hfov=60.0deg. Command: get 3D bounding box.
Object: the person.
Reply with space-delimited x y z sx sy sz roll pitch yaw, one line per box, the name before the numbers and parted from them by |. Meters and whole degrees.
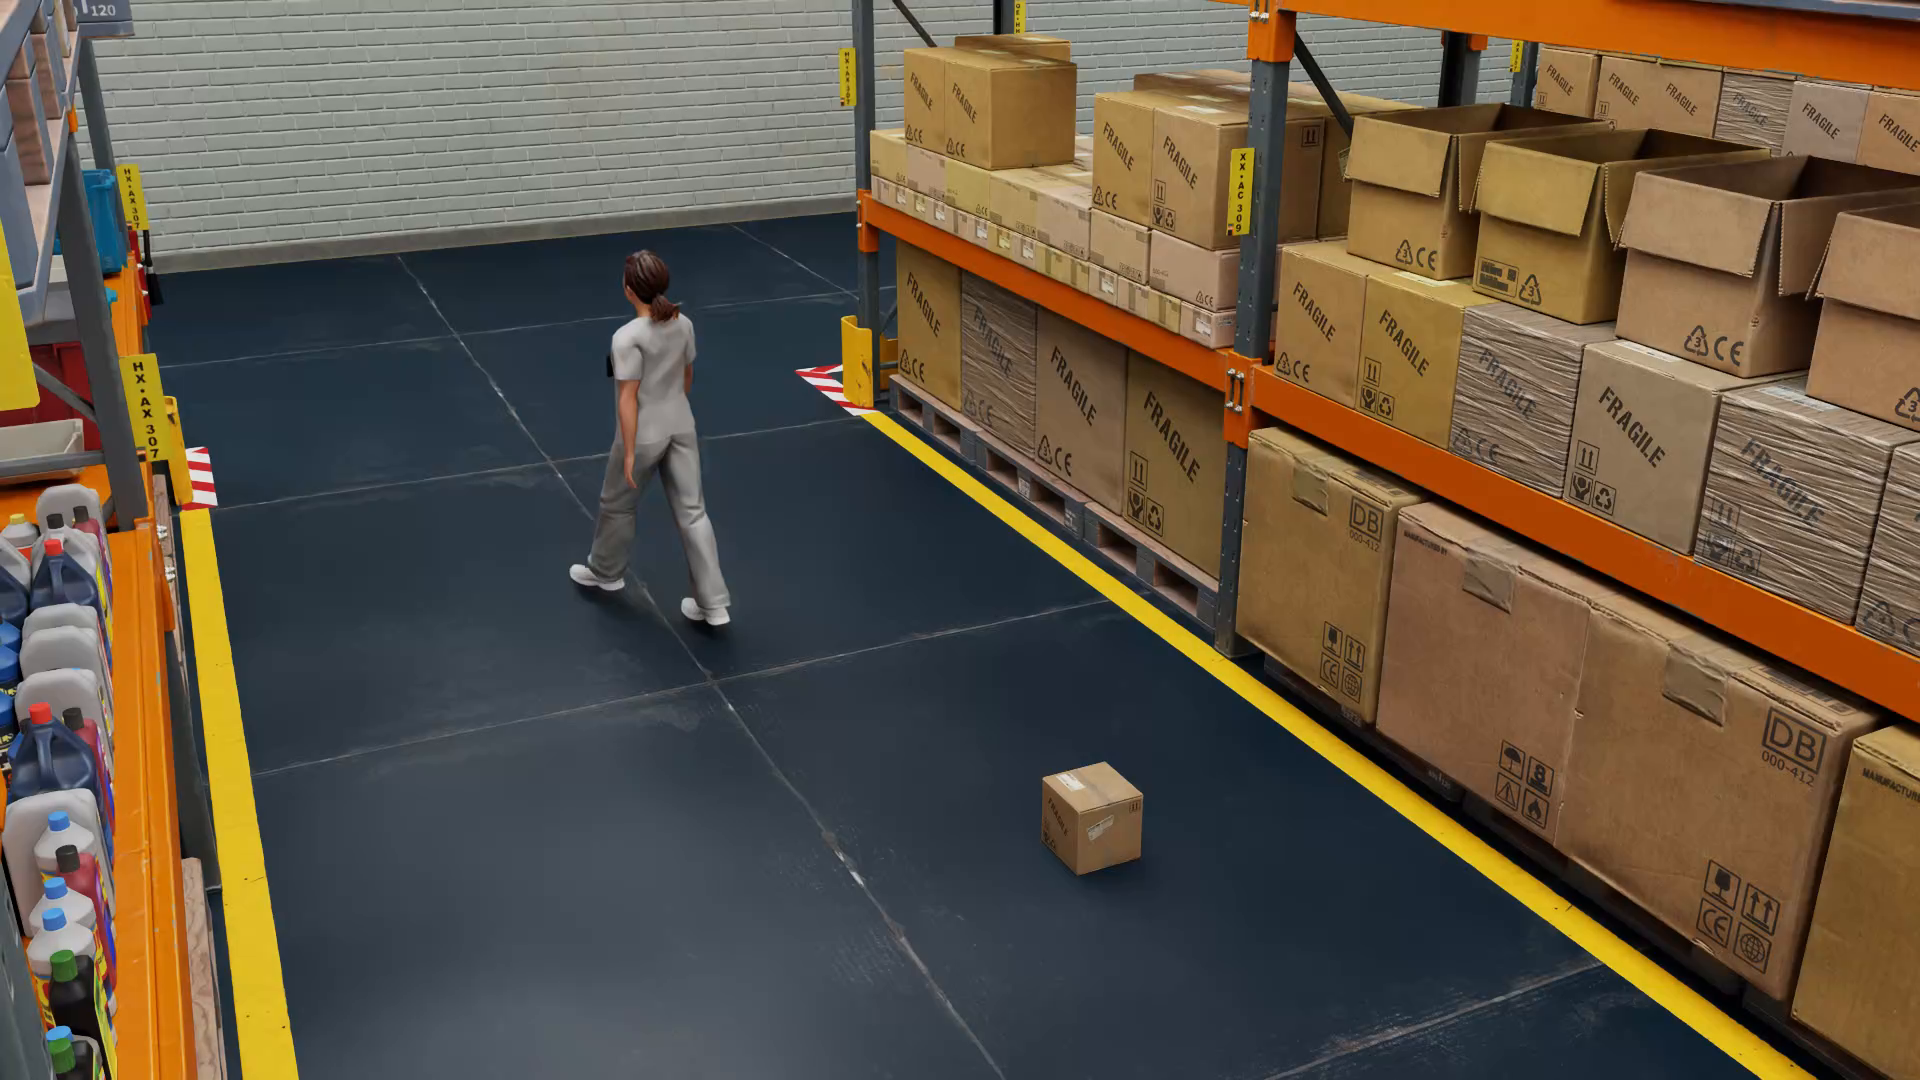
person | -1.368 -0.480 7.238 0.471 1.612 0.985 -20 30 -40
